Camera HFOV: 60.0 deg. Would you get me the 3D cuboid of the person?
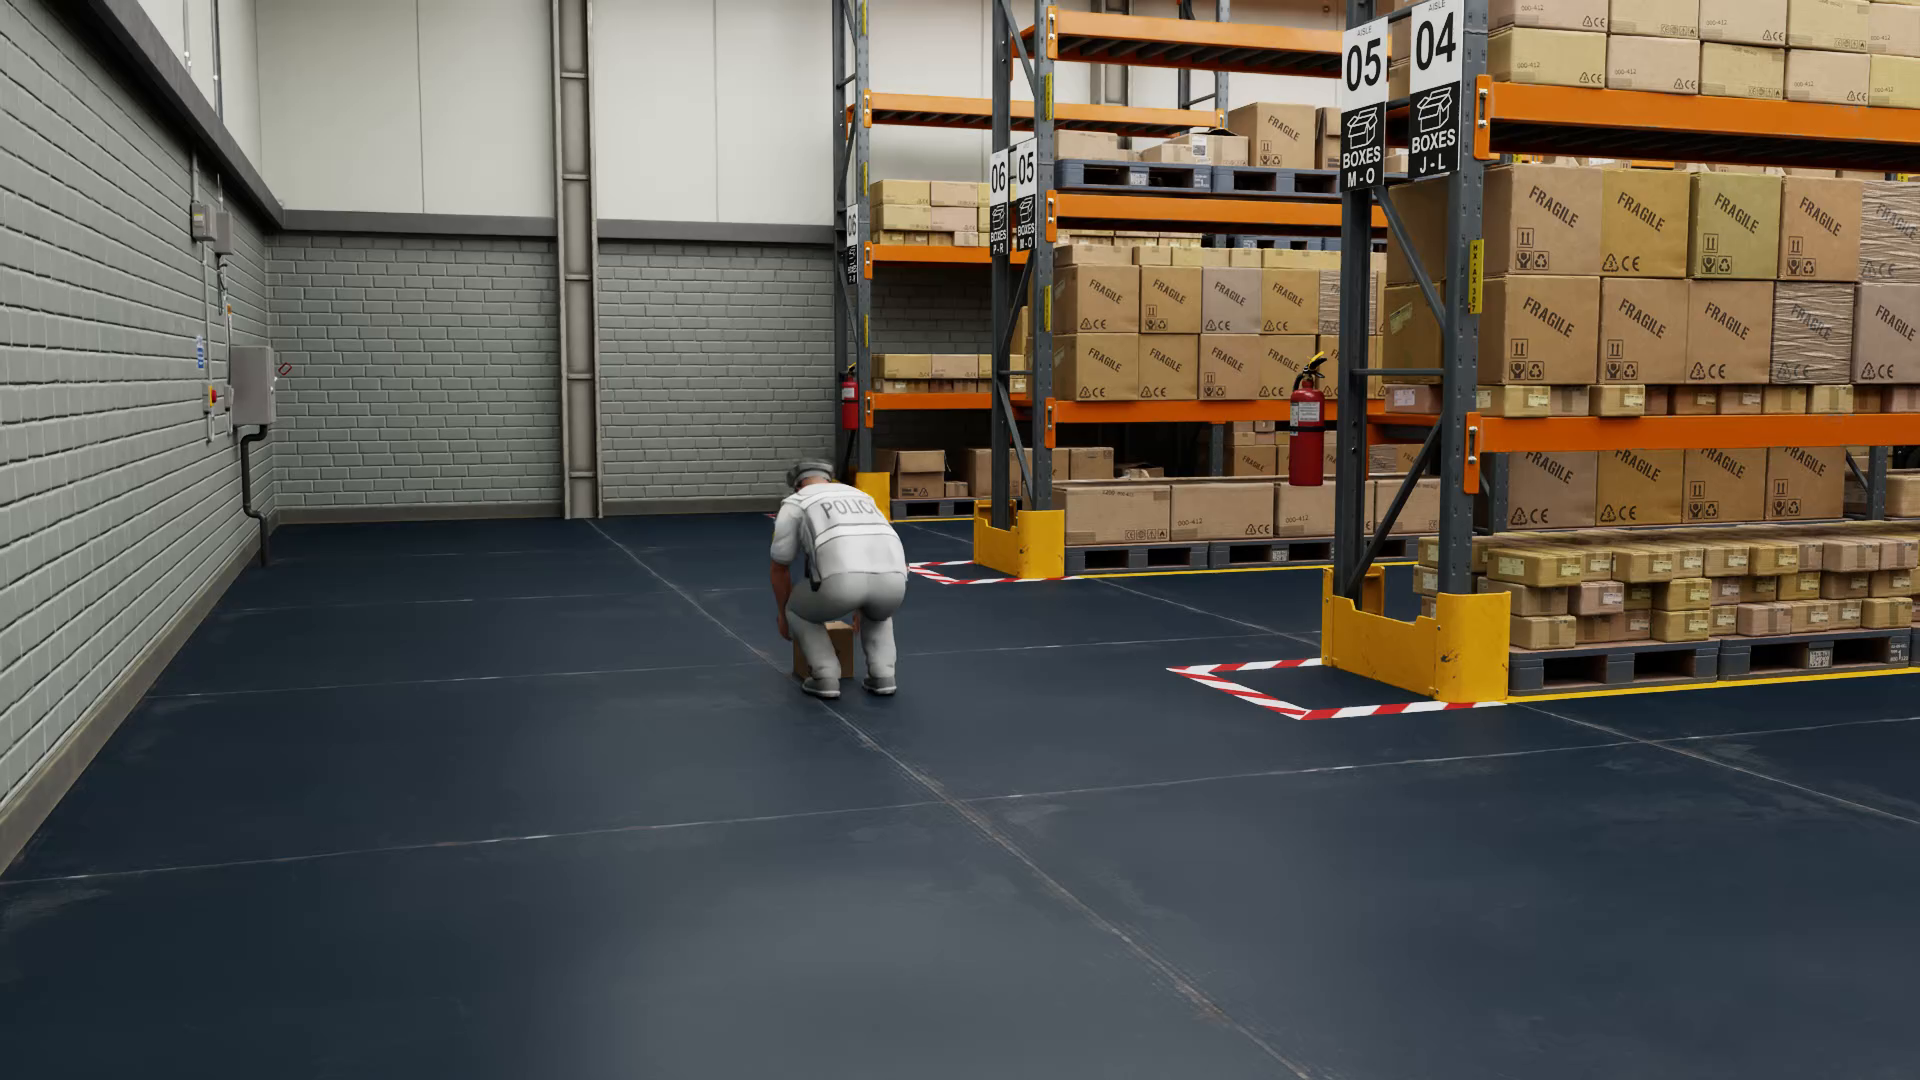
[{"bbox_3d":[-0.591,0.179,7.926,0.573,1.075,0.934,-2,6,-19],"label":"person"}]
